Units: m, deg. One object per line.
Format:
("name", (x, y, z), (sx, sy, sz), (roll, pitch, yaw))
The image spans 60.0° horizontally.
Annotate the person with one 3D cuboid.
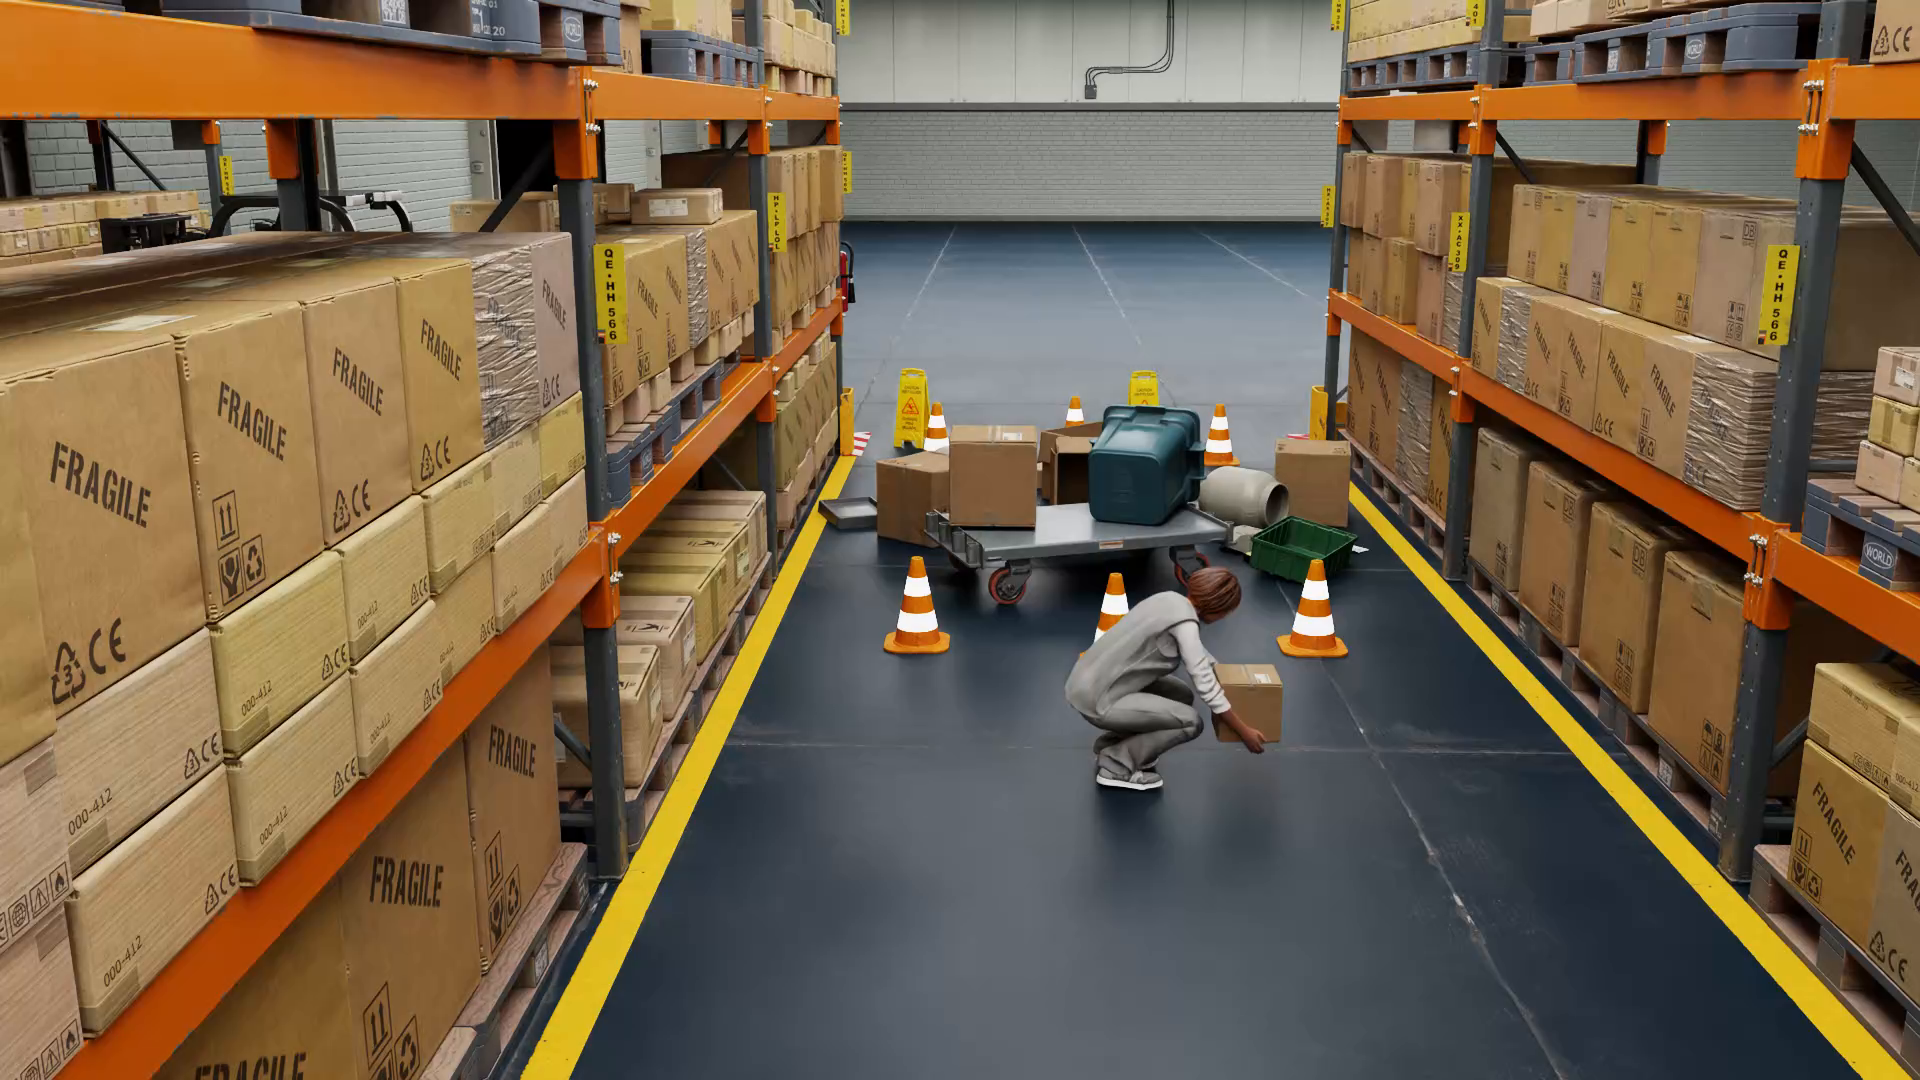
("person", (0.834, 0.561, 6.788), (0.815, 0.879, 0.447), (0, 14, 1))
